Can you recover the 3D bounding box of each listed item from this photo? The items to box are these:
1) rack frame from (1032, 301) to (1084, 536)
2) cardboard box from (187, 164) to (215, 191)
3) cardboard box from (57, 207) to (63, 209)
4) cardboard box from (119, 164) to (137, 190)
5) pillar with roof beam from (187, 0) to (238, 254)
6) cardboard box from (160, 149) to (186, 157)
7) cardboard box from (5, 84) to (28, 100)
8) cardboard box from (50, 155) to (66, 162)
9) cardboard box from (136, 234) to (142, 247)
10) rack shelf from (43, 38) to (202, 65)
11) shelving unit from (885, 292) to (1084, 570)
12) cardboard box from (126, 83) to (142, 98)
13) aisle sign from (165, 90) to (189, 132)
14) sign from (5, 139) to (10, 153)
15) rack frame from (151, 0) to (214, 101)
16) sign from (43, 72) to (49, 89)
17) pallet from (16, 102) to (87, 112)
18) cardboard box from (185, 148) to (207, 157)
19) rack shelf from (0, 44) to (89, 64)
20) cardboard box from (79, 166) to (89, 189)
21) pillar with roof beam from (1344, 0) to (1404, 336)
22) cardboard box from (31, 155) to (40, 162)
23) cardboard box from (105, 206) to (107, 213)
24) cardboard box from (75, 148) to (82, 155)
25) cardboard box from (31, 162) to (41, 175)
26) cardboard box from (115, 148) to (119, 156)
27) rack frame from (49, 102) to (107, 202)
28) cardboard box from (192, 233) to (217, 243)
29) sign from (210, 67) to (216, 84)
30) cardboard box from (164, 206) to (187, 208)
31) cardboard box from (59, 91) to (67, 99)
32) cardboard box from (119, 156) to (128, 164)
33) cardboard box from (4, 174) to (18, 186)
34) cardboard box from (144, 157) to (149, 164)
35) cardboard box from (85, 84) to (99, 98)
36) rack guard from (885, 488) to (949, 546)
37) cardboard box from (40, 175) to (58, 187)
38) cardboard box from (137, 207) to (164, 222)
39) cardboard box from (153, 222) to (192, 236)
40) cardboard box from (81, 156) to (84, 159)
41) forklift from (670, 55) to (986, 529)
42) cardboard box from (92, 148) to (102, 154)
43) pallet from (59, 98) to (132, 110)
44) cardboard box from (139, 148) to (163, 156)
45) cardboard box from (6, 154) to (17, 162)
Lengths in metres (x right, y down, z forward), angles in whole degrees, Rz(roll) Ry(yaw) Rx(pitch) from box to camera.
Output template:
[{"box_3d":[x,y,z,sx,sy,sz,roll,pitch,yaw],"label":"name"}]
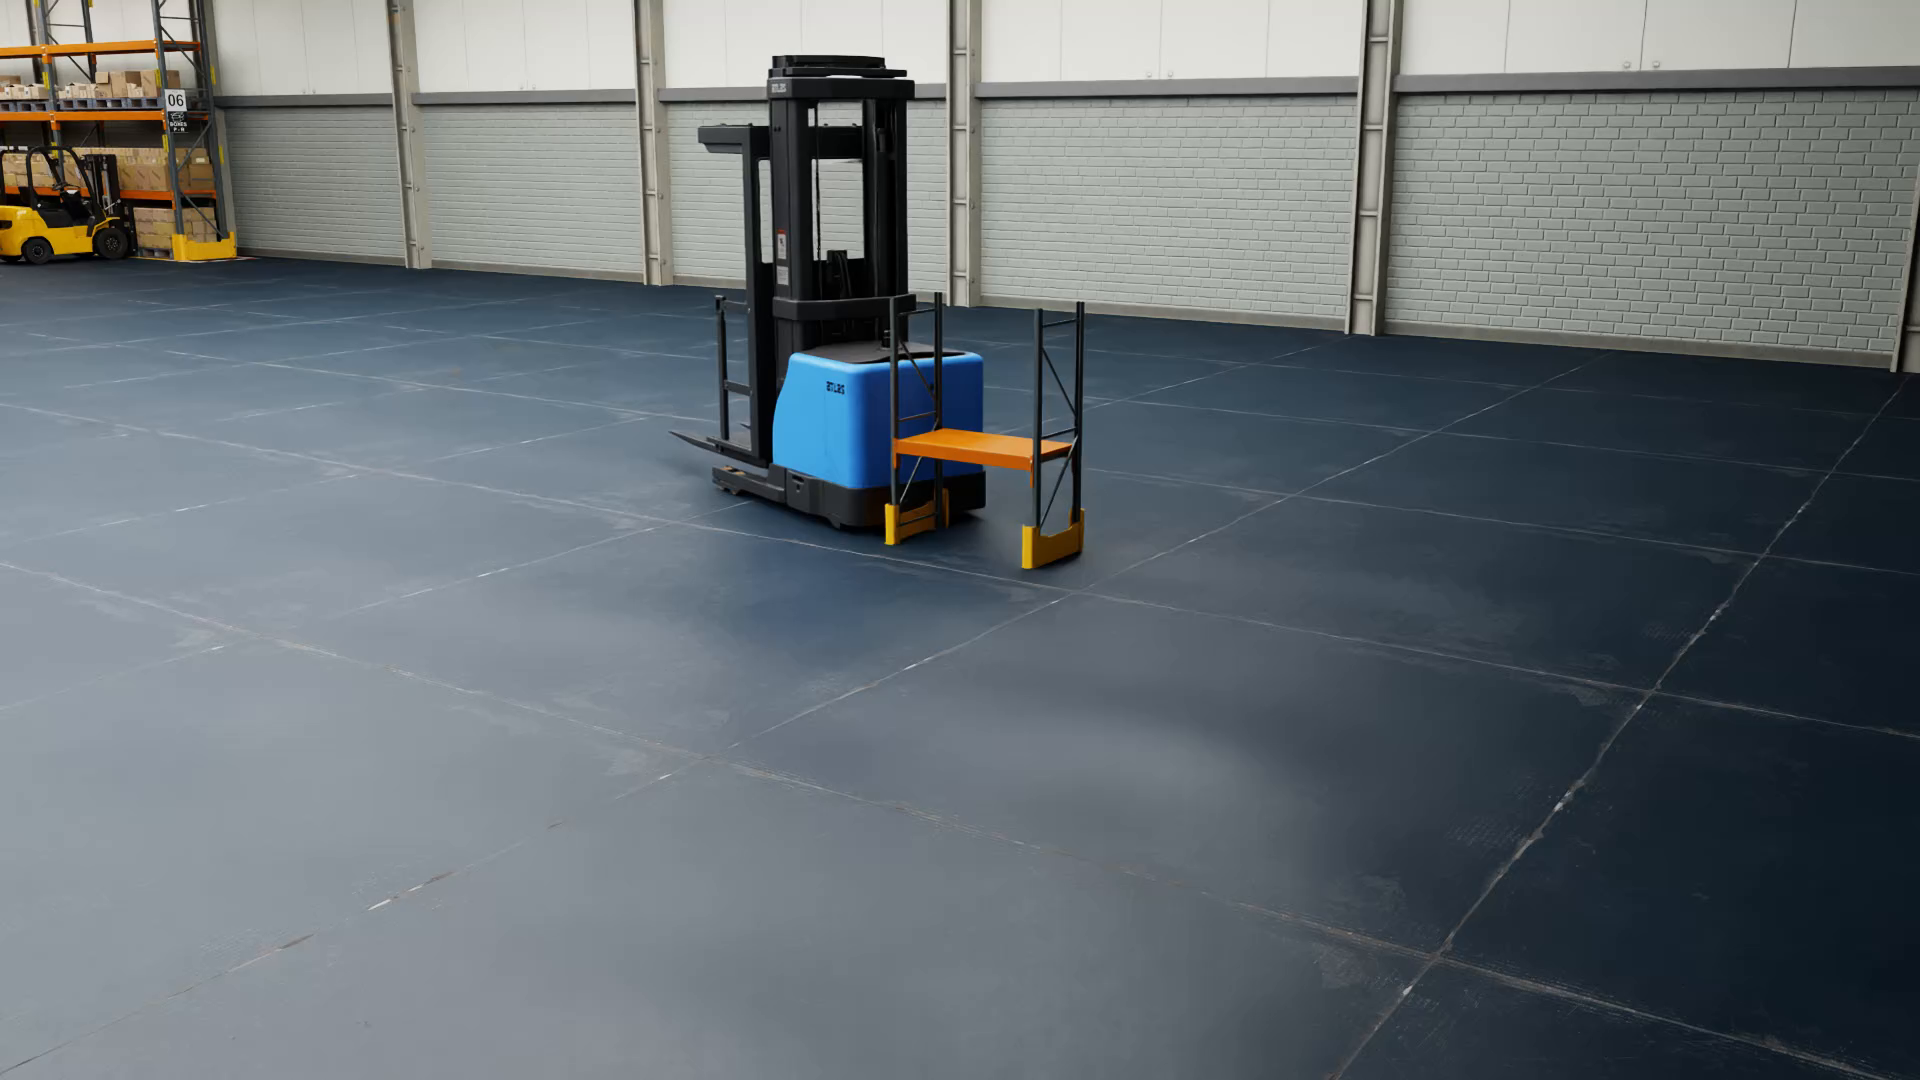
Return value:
[{"box_3d":[0.571,-0.616,9.689,0.032,1.500,0.500,9,17,34],"label":"rack frame"},{"box_3d":[-15.063,-7.145,32.736,0.500,0.500,0.500,10,17,35],"label":"cardboard box"},{"box_3d":[-19.204,-6.736,35.358,0.625,0.625,0.875,9,17,32],"label":"cardboard box"},{"box_3d":[-16.212,-7.177,32.865,0.500,0.500,0.500,9,16,32],"label":"cardboard box"},{"box_3d":[-17.284,-9.302,29.171,0.400,9.000,9.100,9,17,33],"label":"pillar with roof beam"},{"box_3d":[-15.221,-7.489,32.155,0.250,0.149,0.380,9,17,33],"label":"cardboard box"},{"box_3d":[-19.499,-9.328,34.623,0.500,0.311,0.500,9,16,31],"label":"cardboard box"},{"box_3d":[-18.533,-7.876,34.339,0.250,0.149,0.380,10,17,35],"label":"cardboard box"},{"box_3d":[-16.190,-5.981,33.092,0.500,0.250,0.500,9,17,33],"label":"cardboard box"},{"box_3d":[-16.466,-9.612,32.753,4.000,0.370,1.077,9,17,33],"label":"rack shelf"},{"box_3d":[0.145,-0.686,9.975,1.083,1.500,0.587,9,17,34],"label":"shelving unit"},{"box_3d":[-15.874,-8.702,32.191,0.258,0.266,0.396,9,17,33],"label":"cardboard box"},{"box_3d":[-14.916,-8.169,31.672,0.004,0.787,0.394,9,17,33],"label":"aisle sign"},{"box_3d":[-21.138,-8.721,36.900,0.005,0.325,0.100,9,17,33],"label":"sign"},{"box_3d":[-14.806,-9.887,31.535,0.127,3.000,1.000,9,17,33],"label":"rack frame"},{"box_3d":[-18.420,-9.261,33.520,0.005,0.325,0.100,9,17,33],"label":"sign"},{"box_3d":[-18.865,-8.990,34.553,1.217,0.209,0.805,8,16,31],"label":"pallet"},{"box_3d":[-14.966,-7.570,32.485,0.250,0.149,0.380,9,16,32],"label":"cardboard box"},{"box_3d":[-19.785,-10.148,34.920,4.000,0.370,1.077,9,17,33],"label":"rack shelf"},{"box_3d":[-17.462,-7.382,33.692,0.500,0.500,0.500,10,17,34],"label":"cardboard box"},{"box_3d":[2.631,-6.083,16.169,0.400,9.000,9.100,9,17,33],"label":"pillar with roof beam"},{"box_3d":[-19.223,-7.959,34.675,0.250,0.149,0.380,9,16,31],"label":"cardboard box"},{"box_3d":[-17.061,-6.603,33.523,0.500,0.250,0.500,10,17,35],"label":"cardboard box"},{"box_3d":[-17.749,-7.903,33.831,0.250,0.149,0.380,9,17,34],"label":"cardboard box"},{"box_3d":[-19.107,-7.763,34.714,0.500,0.250,0.500,9,16,31],"label":"cardboard box"},{"box_3d":[-16.497,-7.693,32.981,0.250,0.149,0.380,9,17,34],"label":"cardboard box"},{"box_3d":[-18.126,-7.511,34.423,0.127,3.000,1.000,9,17,33],"label":"rack frame"},{"box_3d":[-15.105,-5.949,32.960,0.500,0.250,0.500,9,17,33],"label":"cardboard box"},{"box_3d":[-14.492,-9.003,32.225,0.005,0.325,0.100,9,17,33],"label":"sign"},{"box_3d":[-15.516,-6.498,33.097,0.500,0.250,0.500,9,17,33],"label":"cardboard box"},{"box_3d":[-17.923,-8.977,33.543,0.250,0.149,0.380,10,17,34],"label":"cardboard box"},{"box_3d":[-16.329,-7.496,32.804,0.250,0.149,0.380,9,17,33],"label":"cardboard box"},{"box_3d":[-19.938,-7.660,35.339,0.500,0.250,0.500,10,17,35],"label":"cardboard box"},{"box_3d":[-15.660,-7.404,32.433,0.250,0.149,0.380,10,17,34],"label":"cardboard box"},{"box_3d":[-17.063,-8.895,32.968,0.258,0.266,0.396,9,16,31],"label":"cardboard box"},{"box_3d":[-0.264,-0.148,10.400,0.087,0.250,0.587,9,17,34],"label":"rack guard"},{"box_3d":[-18.690,-7.454,34.504,0.500,0.250,0.500,10,17,34],"label":"cardboard box"},{"box_3d":[-15.790,-6.396,32.686,0.500,0.250,0.500,10,17,34],"label":"cardboard box"},{"box_3d":[-15.385,-6.089,32.488,0.500,0.250,0.500,9,16,32],"label":"cardboard box"},{"box_3d":[-17.560,-7.716,33.691,0.250,0.149,0.380,9,17,33],"label":"cardboard box"},{"box_3d":[-1.091,-1.796,11.477,1.130,2.935,3.031,-10,17,-34],"label":"forklift"},{"box_3d":[-17.156,-7.783,33.345,0.250,0.149,0.380,9,16,32],"label":"cardboard box"},{"box_3d":[-17.403,-8.815,33.632,1.213,0.211,1.003,9,17,33],"label":"pallet"},{"box_3d":[-15.841,-7.593,32.578,0.250,0.149,0.380,9,17,33],"label":"cardboard box"},{"box_3d":[-19.873,-8.062,35.089,0.250,0.149,0.380,9,16,31],"label":"cardboard box"}]
